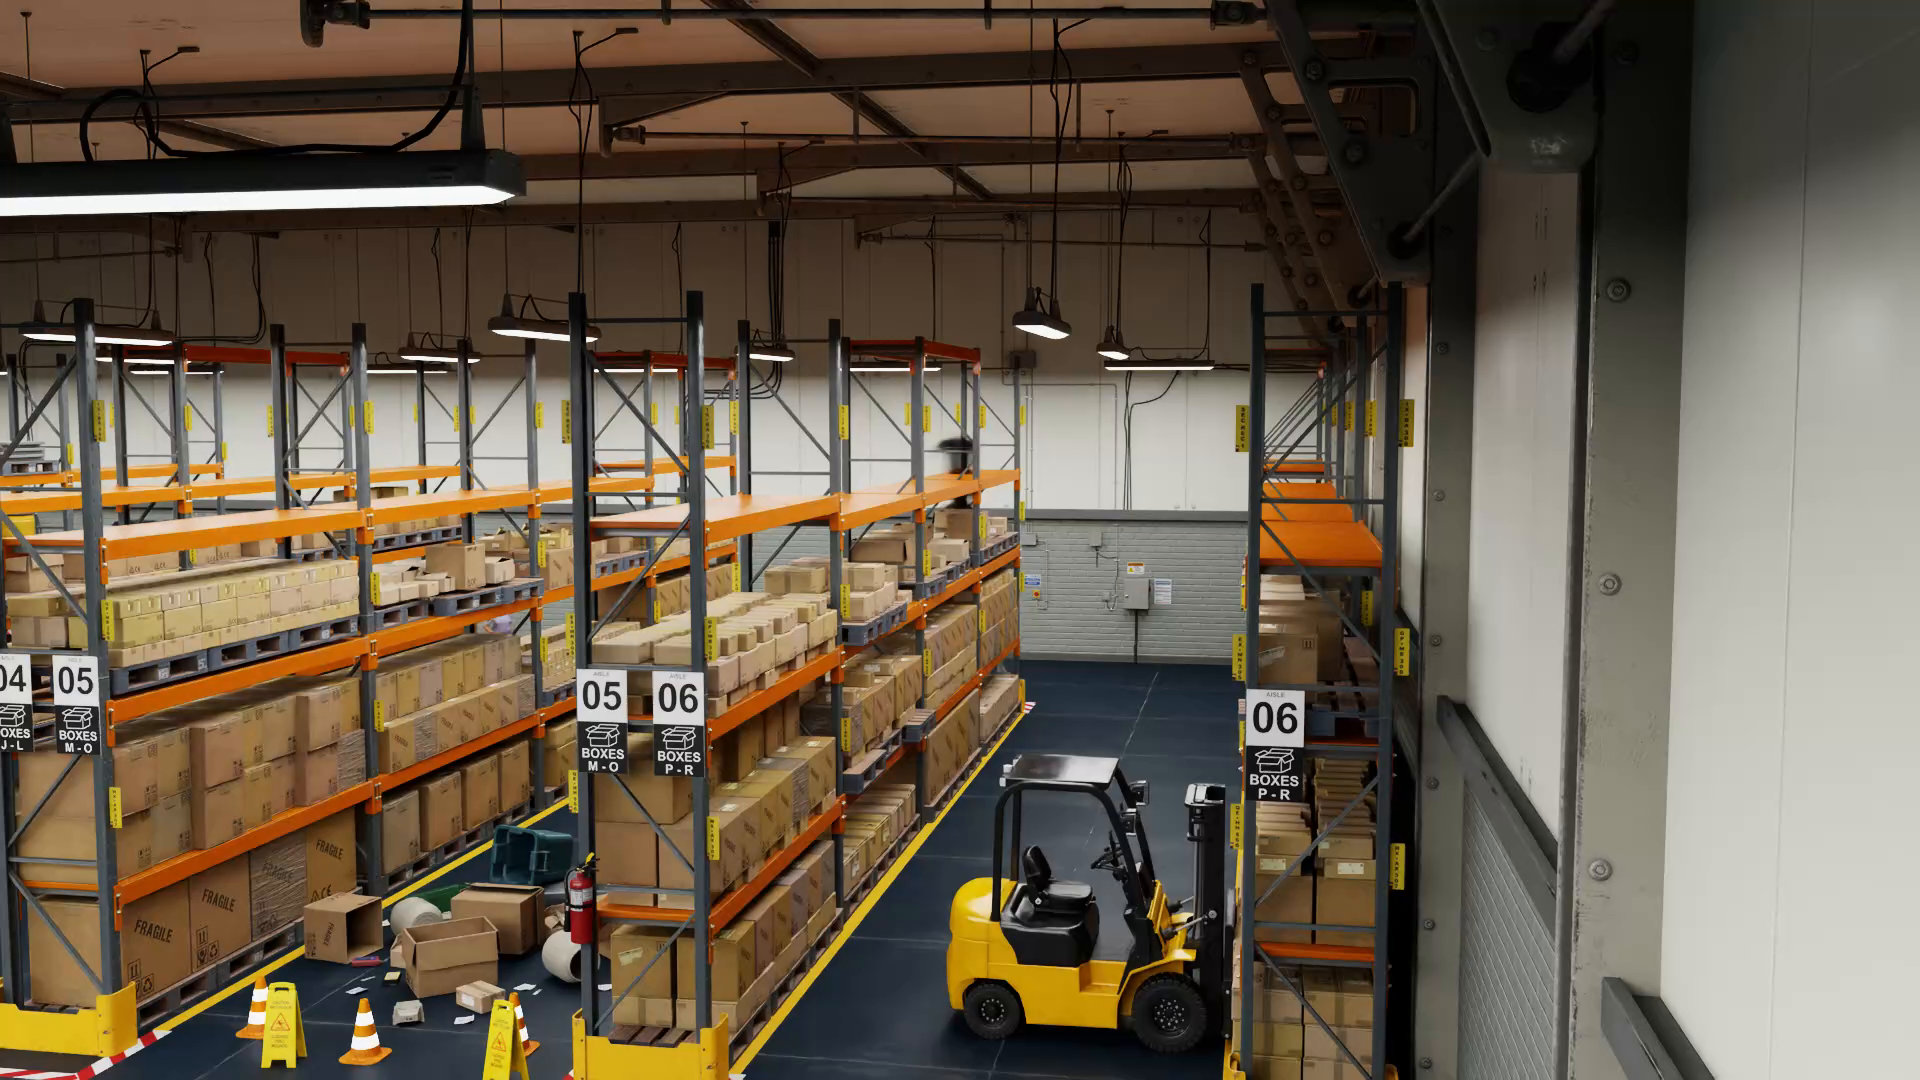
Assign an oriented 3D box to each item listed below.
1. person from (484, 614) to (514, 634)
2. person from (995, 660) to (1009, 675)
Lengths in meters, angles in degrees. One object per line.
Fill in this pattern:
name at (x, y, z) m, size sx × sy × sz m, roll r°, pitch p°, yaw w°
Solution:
person at (-8.571, 1.875, 30.993) m, size 0.626 × 1.626 × 0.676 m, roll -4°, pitch 6°, yaw -43°
person at (0.538, 1.975, 29.806) m, size 0.828 × 1.676 × 0.716 m, roll -2°, pitch 5°, yaw -24°
